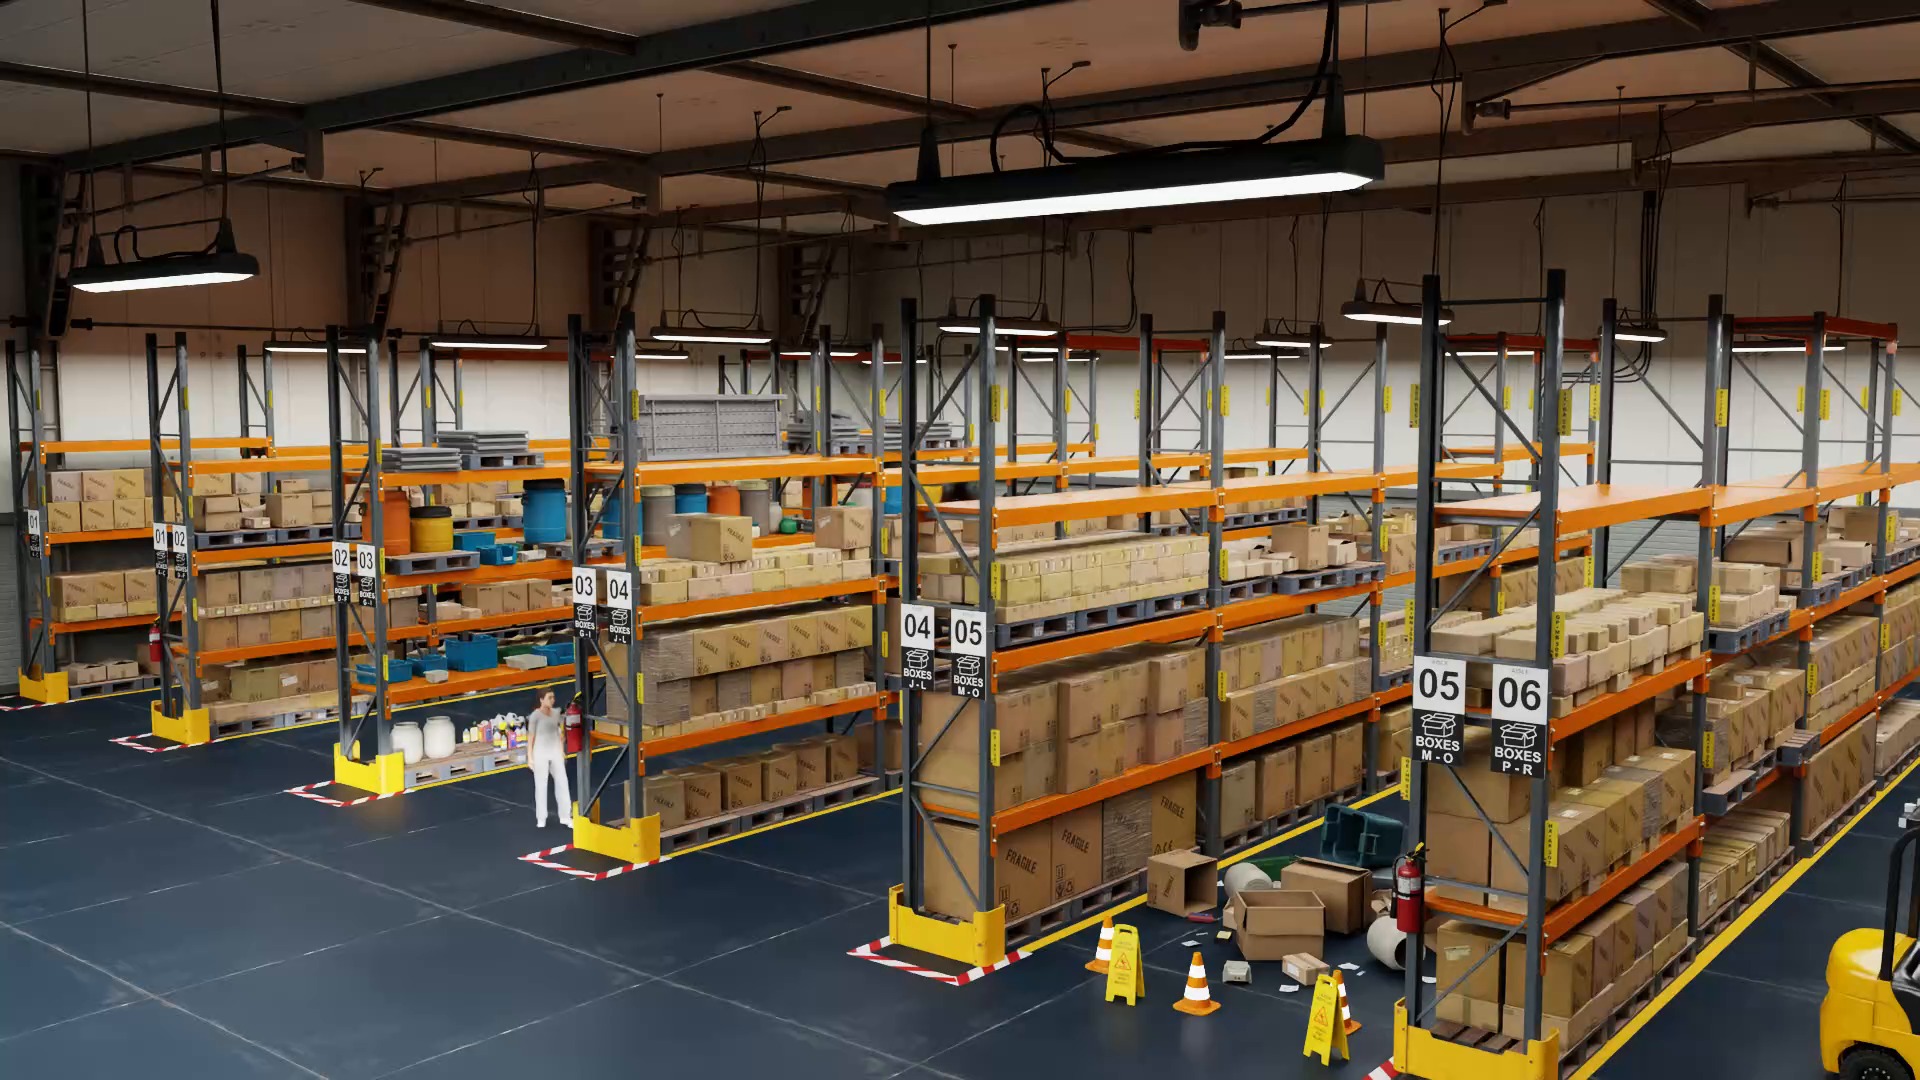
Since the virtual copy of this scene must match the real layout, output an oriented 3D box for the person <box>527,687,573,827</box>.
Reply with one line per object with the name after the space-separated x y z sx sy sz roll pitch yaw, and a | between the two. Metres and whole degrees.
-4.850 2.572 19.669 0.515 1.675 0.514 -5 7 -44 | person
